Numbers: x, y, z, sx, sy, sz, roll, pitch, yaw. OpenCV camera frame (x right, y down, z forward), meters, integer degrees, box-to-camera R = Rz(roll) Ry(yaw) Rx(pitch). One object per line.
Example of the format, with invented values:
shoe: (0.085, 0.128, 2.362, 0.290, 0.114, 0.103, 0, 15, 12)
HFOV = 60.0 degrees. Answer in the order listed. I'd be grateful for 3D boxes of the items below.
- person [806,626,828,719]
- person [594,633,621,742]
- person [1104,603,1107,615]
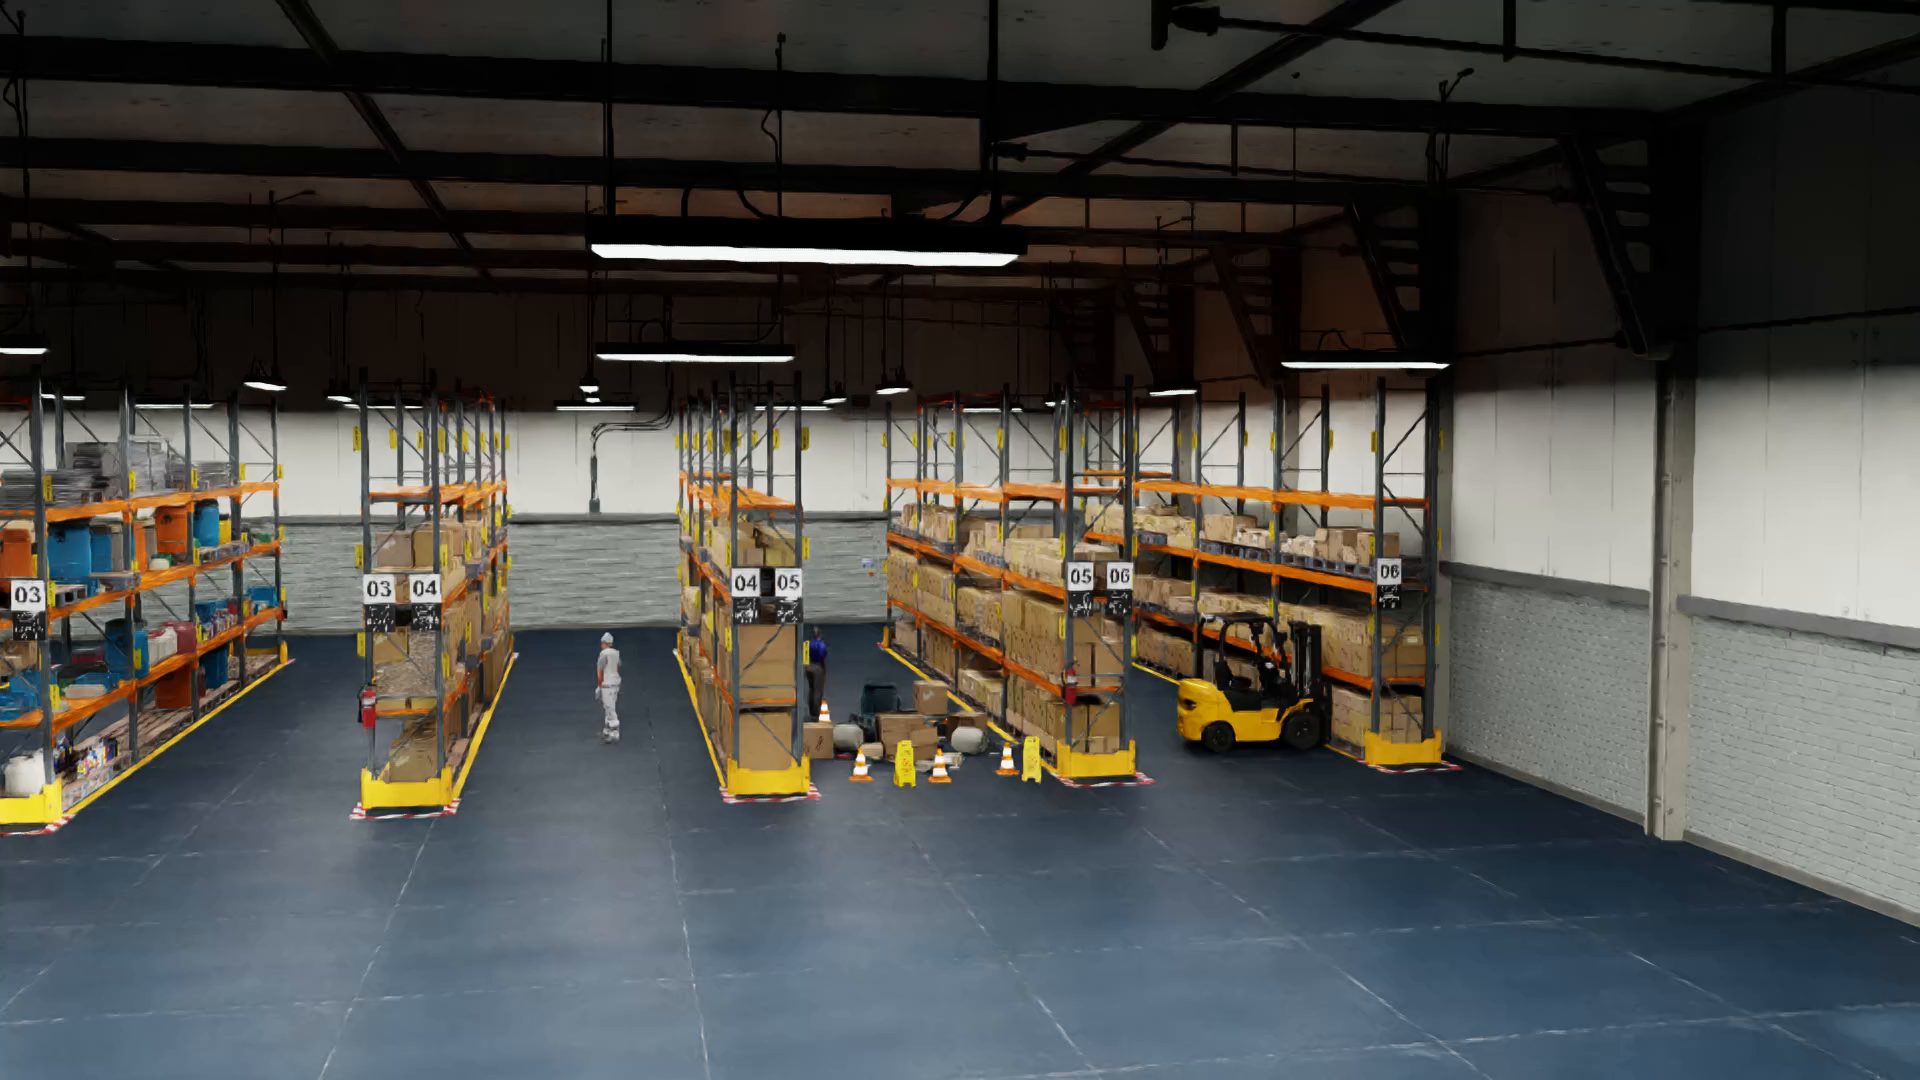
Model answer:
person: (-2.555, 2.378, 29.971, 0.414, 1.666, 0.507, -3, 5, -42)
person: (-5.902, 2.440, 27.779, 0.577, 1.785, 0.655, 1, 4, 16)
person: (3.963, 1.615, 43.192, 0.484, 1.645, 0.474, -3, 5, -43)
